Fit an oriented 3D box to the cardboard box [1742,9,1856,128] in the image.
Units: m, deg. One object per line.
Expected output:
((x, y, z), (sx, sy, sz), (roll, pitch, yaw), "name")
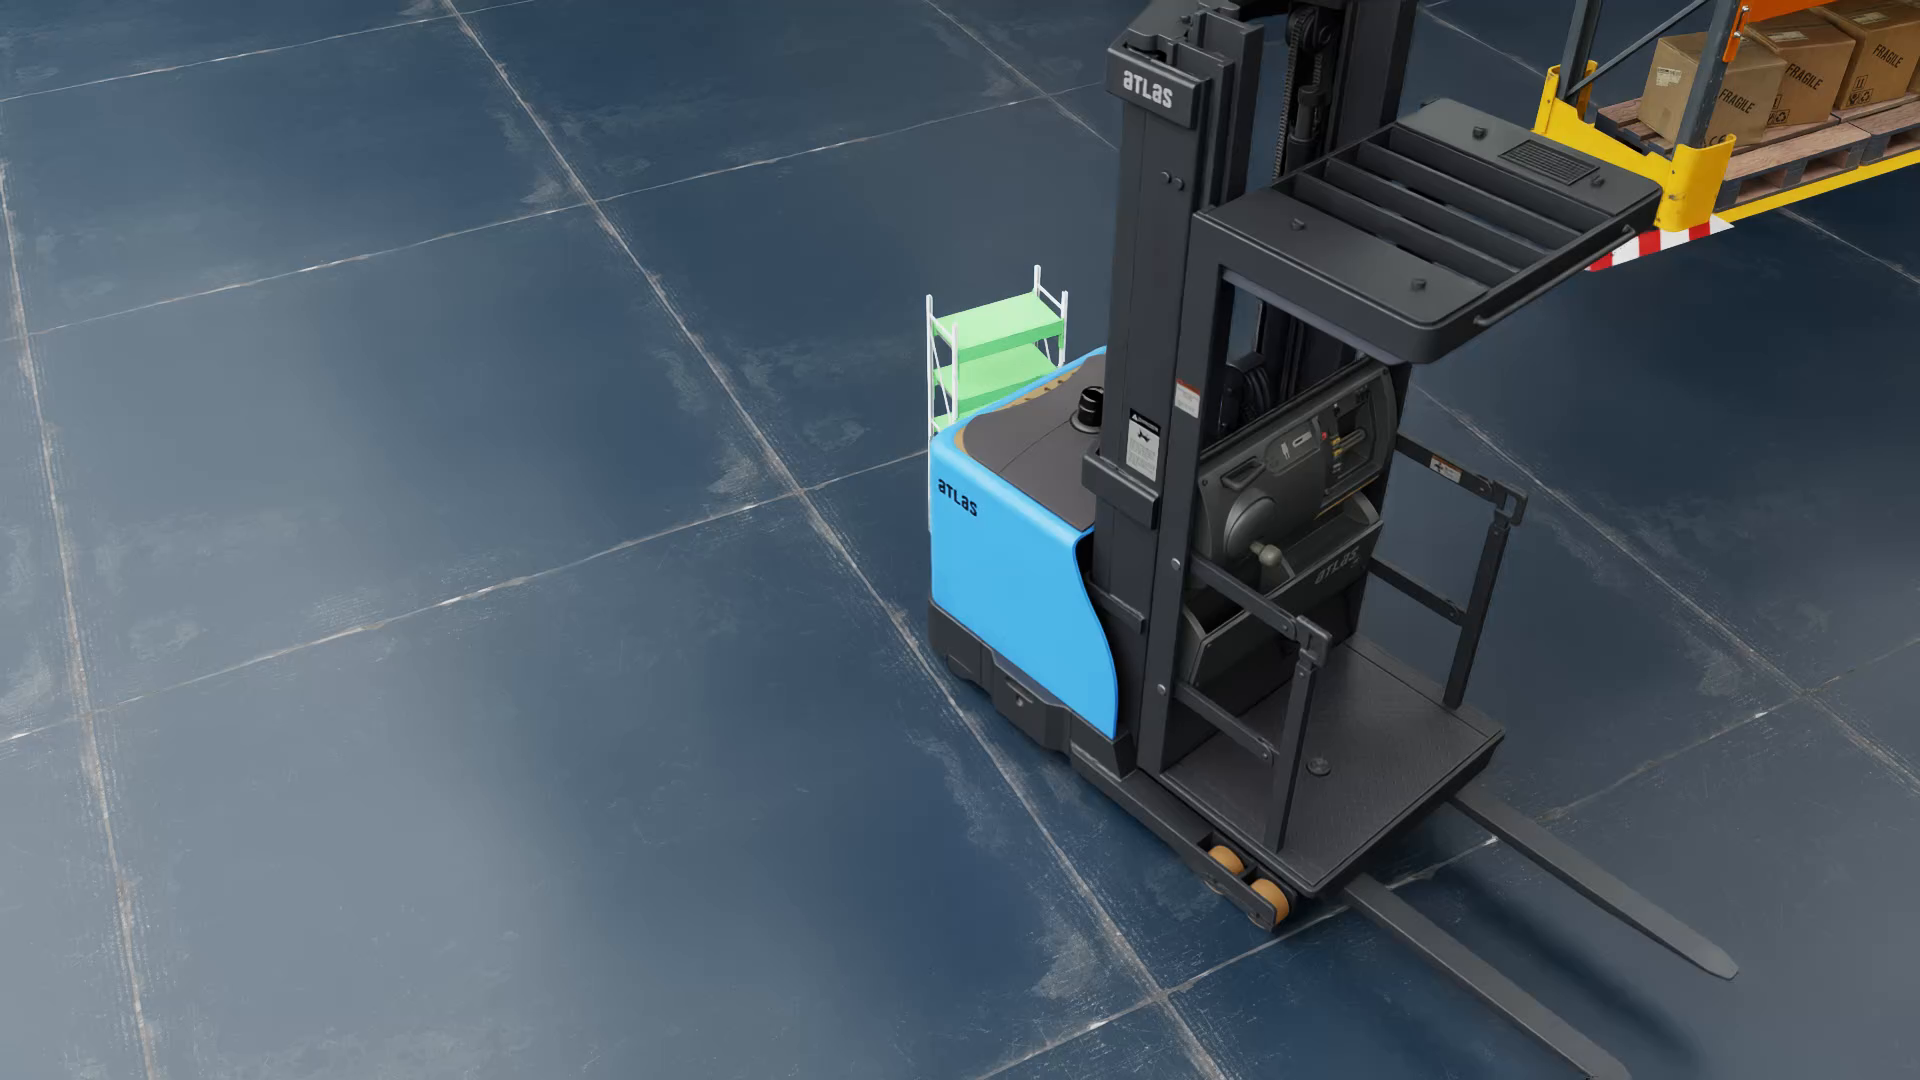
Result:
((4.845, -2.793, 9.837), (0.500, 0.500, 0.500), (-8, 41, -9), "cardboard box")

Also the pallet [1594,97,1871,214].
((4.574, -2.392, 9.913), (1.213, 0.211, 1.003), (-19, 44, -21), "pallet")

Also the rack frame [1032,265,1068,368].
((0.363, -0.580, 7.007), (0.015, 1.200, 0.240), (-19, 44, -21), "rack frame")

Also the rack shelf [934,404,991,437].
((0.147, -0.459, 6.962), (0.480, 0.148, 0.258), (-19, 44, -21), "rack shelf")

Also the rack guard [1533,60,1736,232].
((3.837, -2.280, 9.557), (0.348, 0.500, 1.175), (-19, 44, -21), "rack guard")

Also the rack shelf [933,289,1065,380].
((0.147, -0.825, 6.652), (0.480, 0.148, 0.258), (-19, 44, -21), "rack shelf")

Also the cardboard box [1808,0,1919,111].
((5.409, -2.969, 10.045), (0.500, 0.500, 0.500), (-15, 42, -17), "cardboard box")

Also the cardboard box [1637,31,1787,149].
((4.331, -2.594, 9.603), (0.500, 0.500, 0.500), (-11, 41, -13), "cardboard box")

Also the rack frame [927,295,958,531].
((-0.070, -0.435, 6.835), (0.015, 1.200, 0.240), (-19, 44, -21), "rack frame")

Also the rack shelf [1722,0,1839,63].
((5.543, -3.534, 9.660), (4.000, 0.370, 1.077), (-19, 44, -21), "rack shelf")

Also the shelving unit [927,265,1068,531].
((0.147, -0.507, 6.921), (0.503, 1.200, 0.258), (-19, 44, -21), "shelving unit")

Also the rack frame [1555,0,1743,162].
((3.769, -3.212, 8.722), (0.127, 3.000, 1.000), (-19, 44, -21), "rack frame")

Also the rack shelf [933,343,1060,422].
((0.147, -0.642, 6.807), (0.480, 0.148, 0.258), (-19, 44, -21), "rack shelf")

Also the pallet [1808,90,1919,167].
((5.654, -2.754, 10.340), (1.213, 0.211, 1.003), (-19, 44, -21), "pallet")

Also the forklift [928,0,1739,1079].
((1.227, -0.169, 5.181), (1.130, 2.935, 3.031), (-30, 49, -30), "forklift")

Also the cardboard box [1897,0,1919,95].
((5.925, -3.109, 10.211), (0.500, 0.500, 0.500), (-22, 45, -24), "cardboard box")
